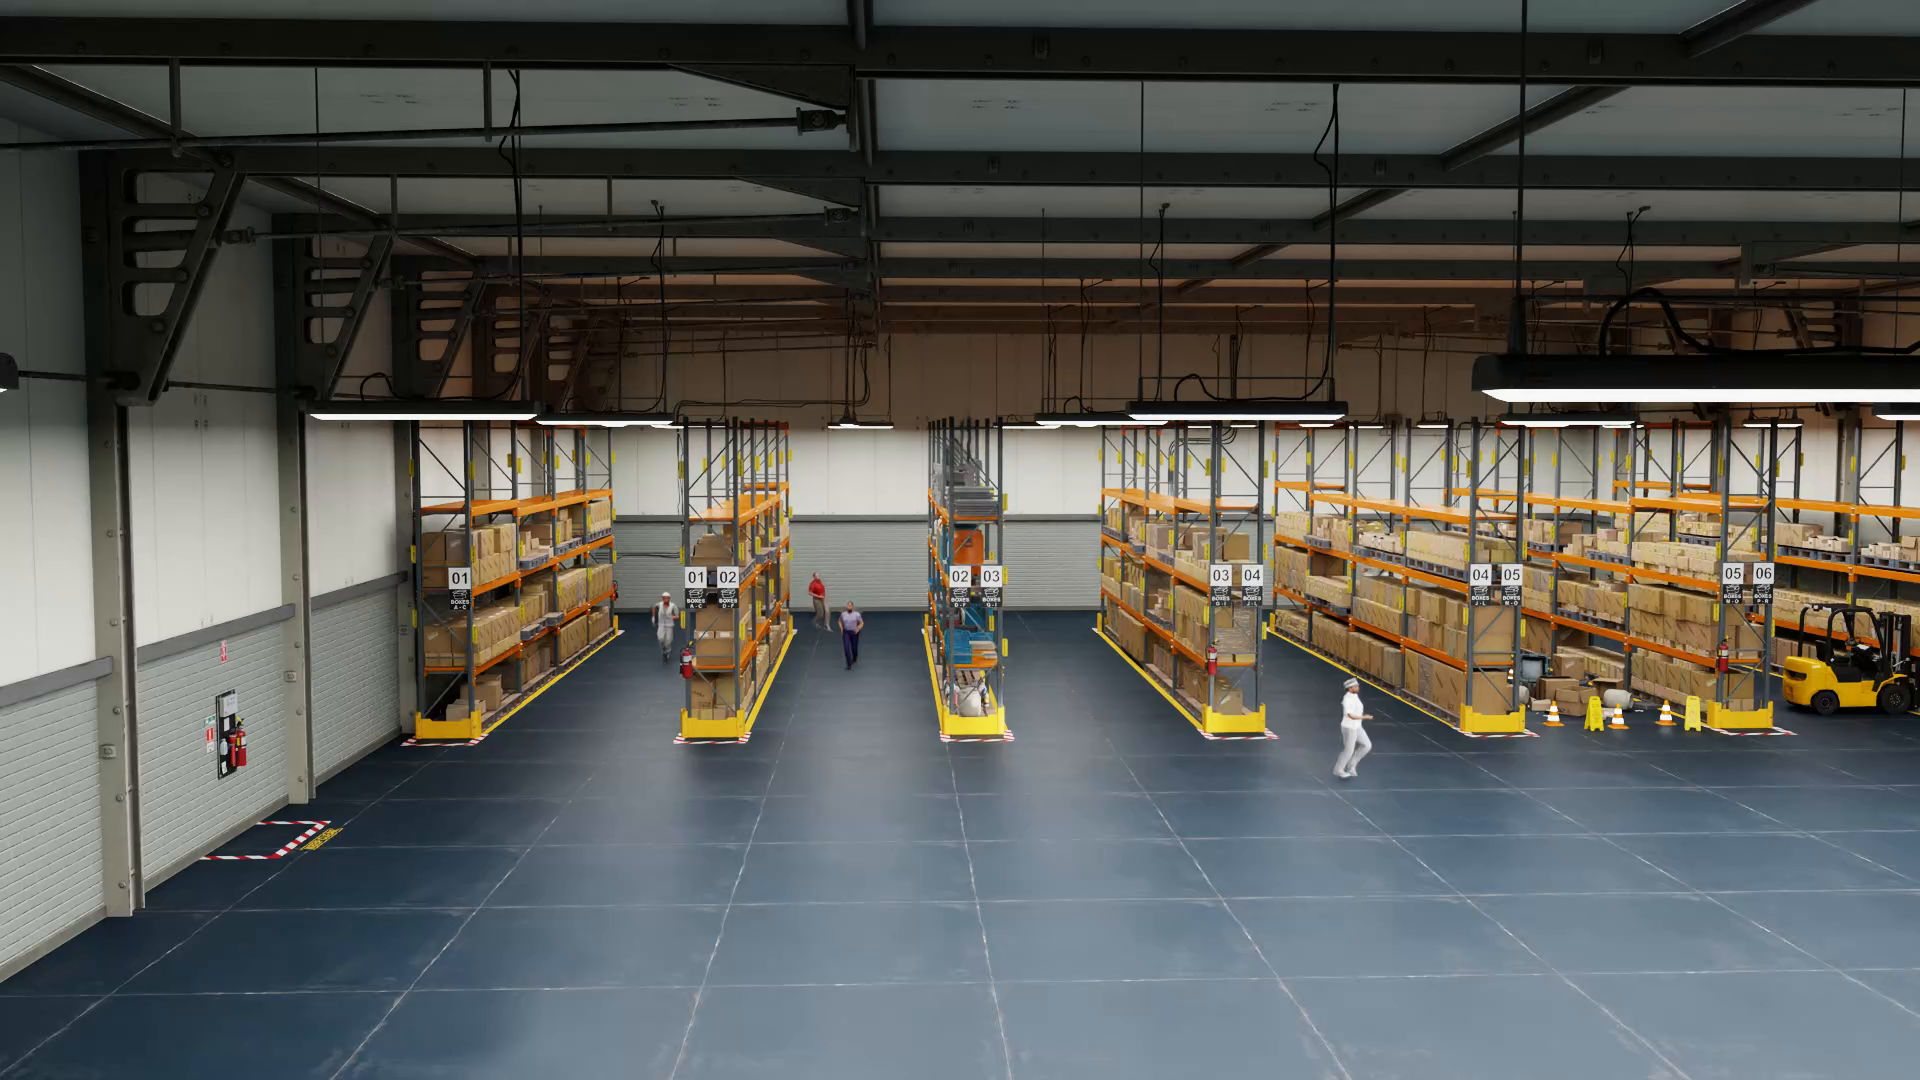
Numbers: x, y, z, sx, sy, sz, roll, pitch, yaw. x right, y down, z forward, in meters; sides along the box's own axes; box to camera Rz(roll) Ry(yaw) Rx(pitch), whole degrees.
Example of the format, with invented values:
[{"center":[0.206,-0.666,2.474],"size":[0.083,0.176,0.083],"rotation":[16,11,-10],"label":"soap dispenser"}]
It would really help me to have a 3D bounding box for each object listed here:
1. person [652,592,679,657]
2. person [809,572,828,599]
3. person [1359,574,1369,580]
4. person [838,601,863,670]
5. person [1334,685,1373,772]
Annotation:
[{"center":[-7.272,2.111,41.025],"size":[0.695,1.657,0.789],"rotation":[0,4,-2],"label":"person"},{"center":[-4.039,1.319,47.630],"size":[0.536,0.788,0.673],"rotation":[3,5,36],"label":"person"},{"center":[12.032,1.759,49.261],"size":[0.666,1.583,0.597],"rotation":[0,4,5],"label":"person"},{"center":[-2.652,2.294,40.261],"size":[0.618,1.629,0.742],"rotation":[0,4,-2],"label":"person"},{"center":[6.488,3.064,27.377],"size":[0.637,1.544,0.544],"rotation":[2,4,30],"label":"person"}]
